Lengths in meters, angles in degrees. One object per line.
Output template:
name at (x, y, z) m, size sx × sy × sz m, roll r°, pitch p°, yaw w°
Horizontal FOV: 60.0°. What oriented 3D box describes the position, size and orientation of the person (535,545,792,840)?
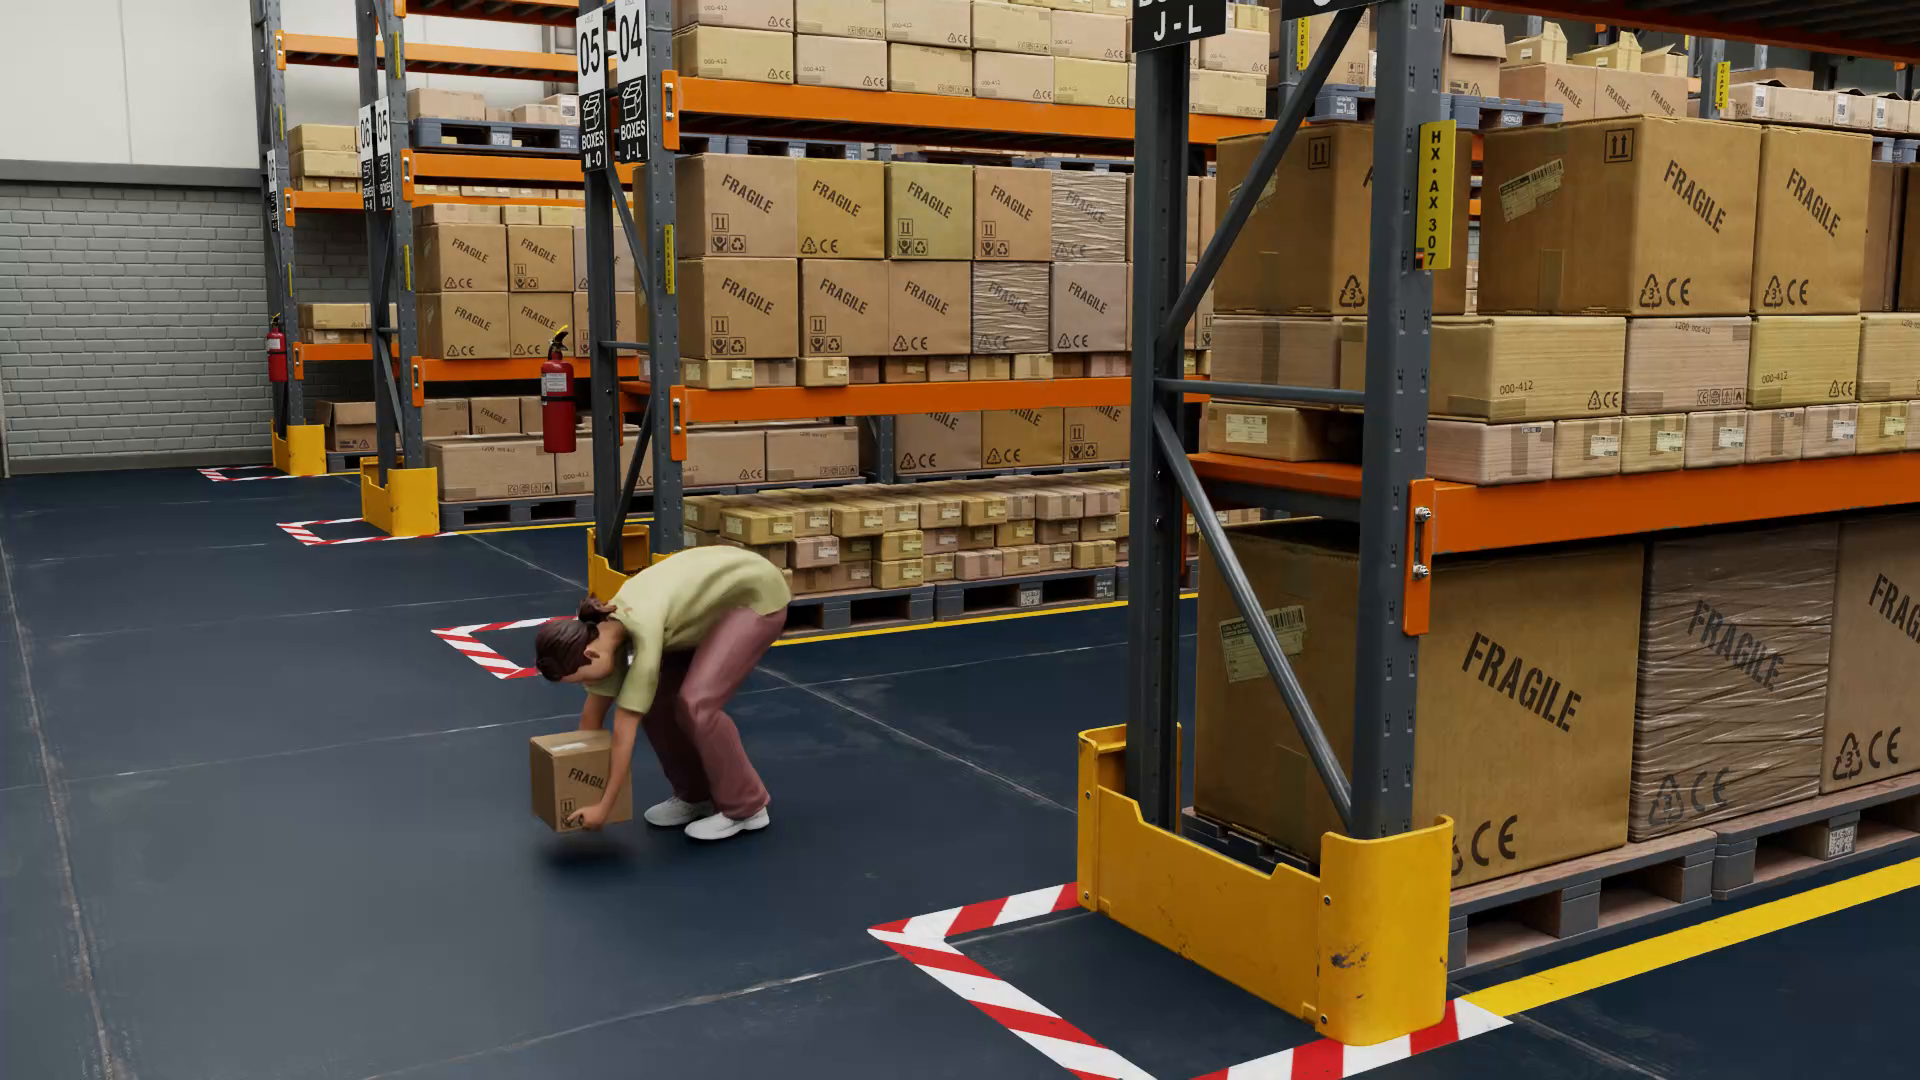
person at (-0.957, 0.507, 5.414) m, size 0.851 × 0.933 × 0.456 m, roll -6°, pitch 10°, yaw -34°
